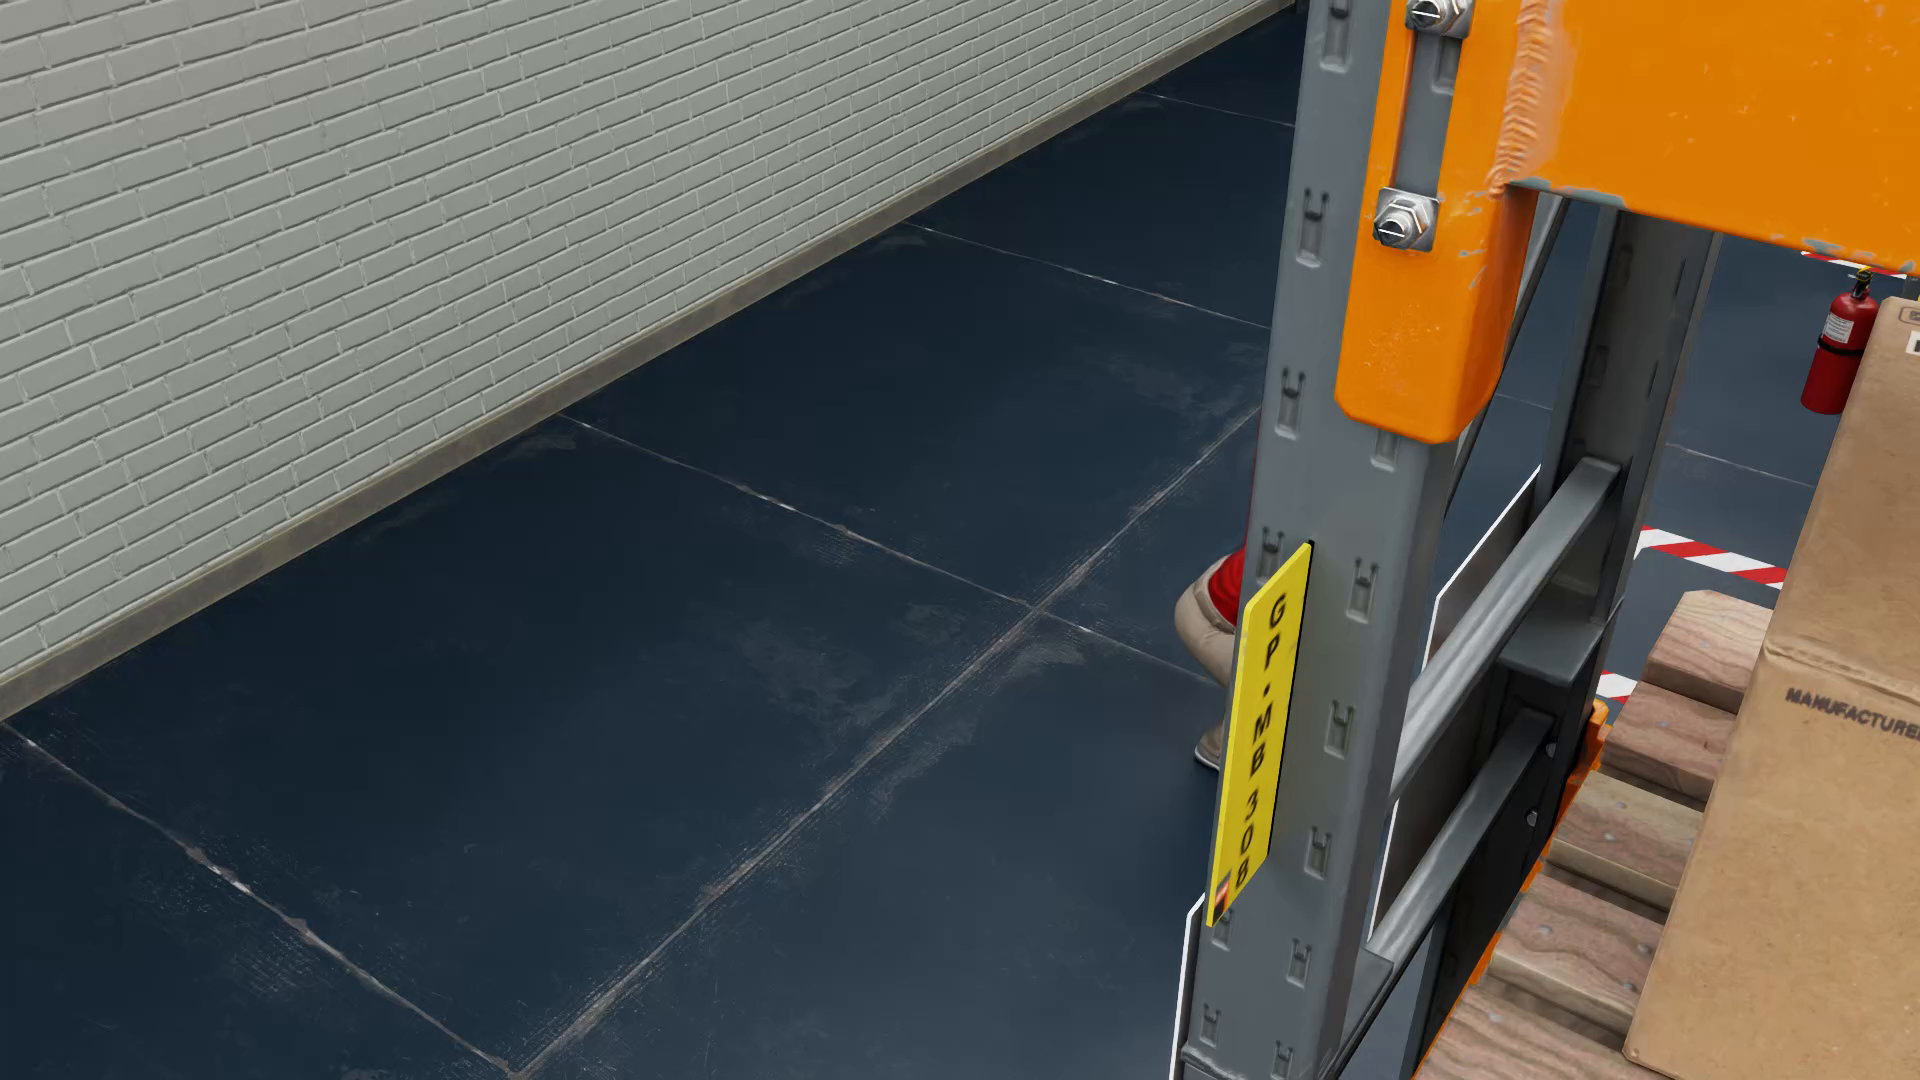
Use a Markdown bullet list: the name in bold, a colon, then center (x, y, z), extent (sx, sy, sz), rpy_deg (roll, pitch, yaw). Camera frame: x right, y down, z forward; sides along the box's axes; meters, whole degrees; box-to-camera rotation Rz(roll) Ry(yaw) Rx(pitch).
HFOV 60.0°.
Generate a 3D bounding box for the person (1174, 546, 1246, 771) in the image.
- **person**: center (1.217, 0.341, 6.149), extent (0.805, 1.181, 0.579), rpy_deg (21, 40, 28)
